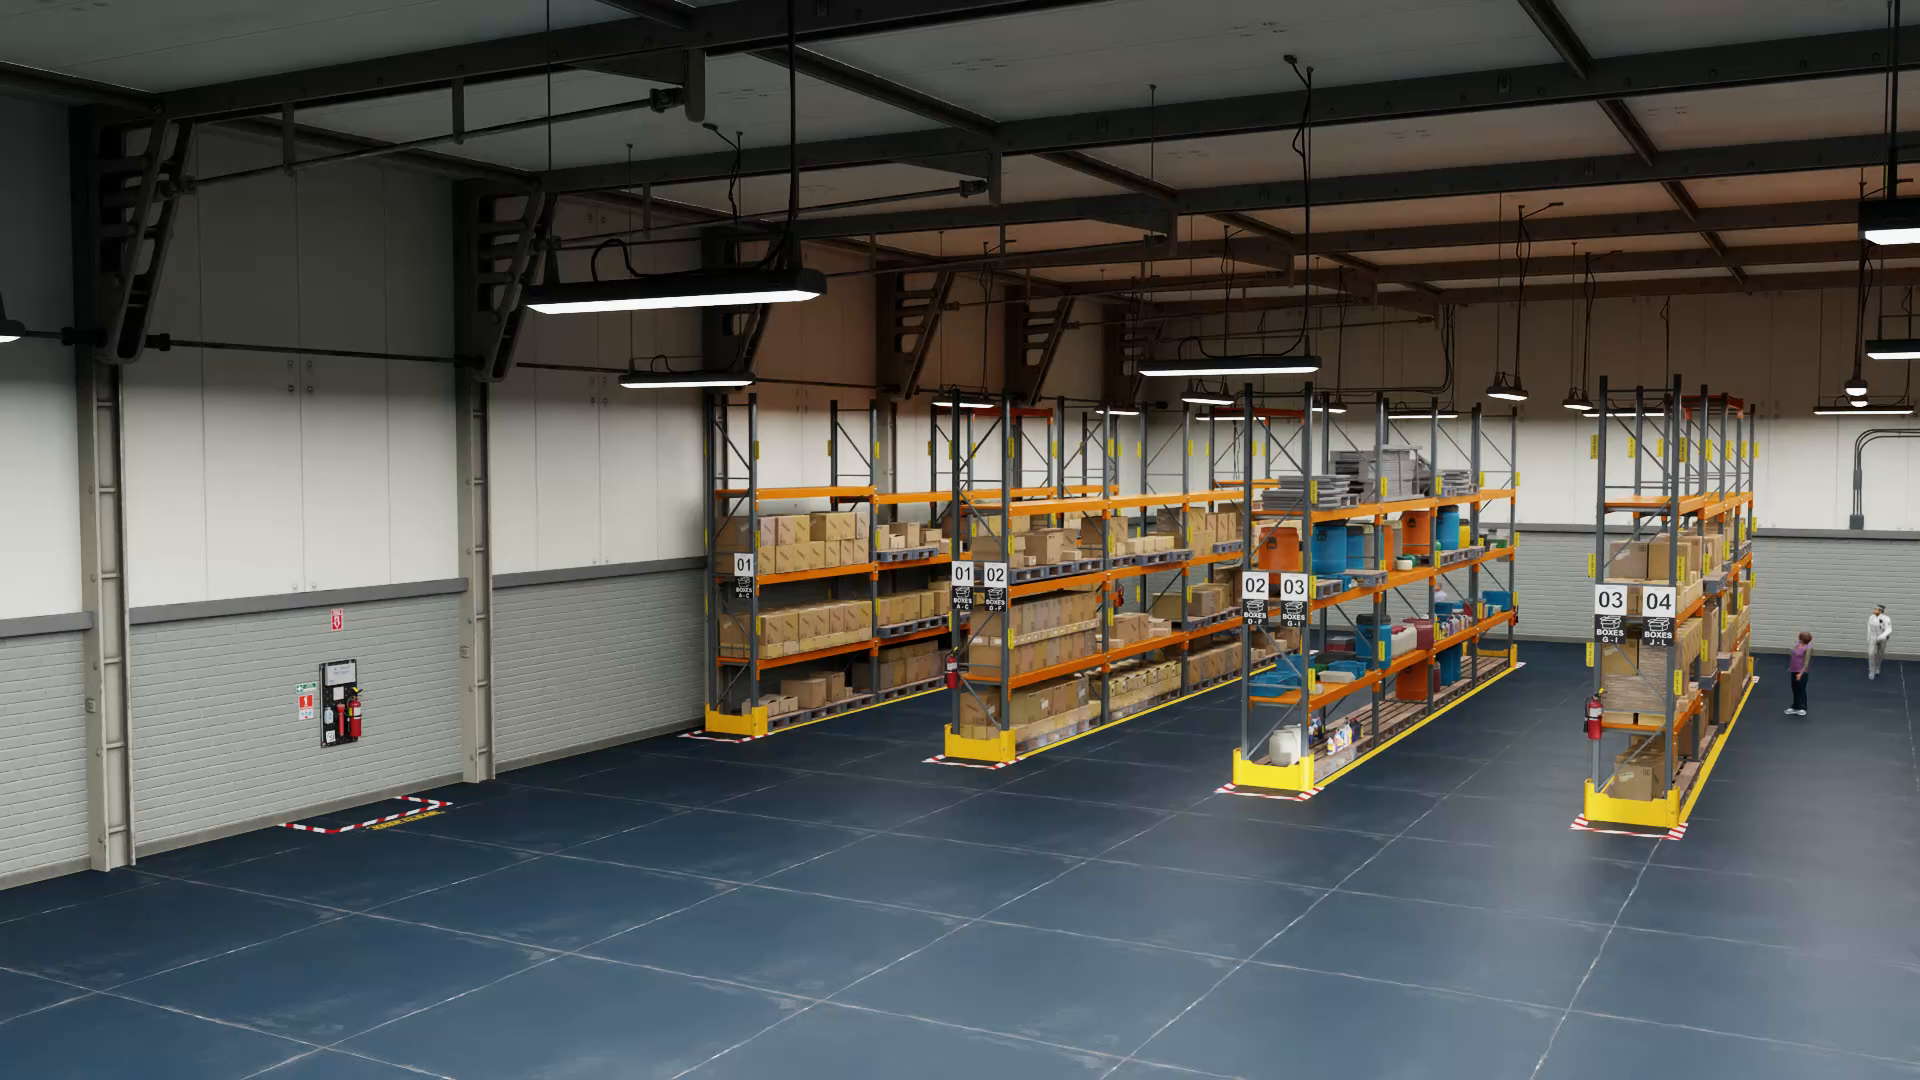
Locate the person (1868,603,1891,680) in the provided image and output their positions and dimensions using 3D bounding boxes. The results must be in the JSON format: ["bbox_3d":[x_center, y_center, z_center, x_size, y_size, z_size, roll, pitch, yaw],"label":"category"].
[{"bbox_3d":[20.261,2.212,36.639,0.450,1.666,0.940,2,4,29],"label":"person"}]

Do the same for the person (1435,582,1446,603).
[{"bbox_3d":[12.269,1.879,42.655,0.701,1.630,0.499,-2,3,-27],"label":"person"}]

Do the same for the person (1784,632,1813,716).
[{"bbox_3d":[15.825,2.517,31.413,0.390,1.597,0.545,-1,3,-11],"label":"person"}]

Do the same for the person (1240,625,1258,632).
[{"bbox_3d":[7.780,1.765,44.392,0.492,1.657,0.594,-1,3,-24],"label":"person"}]
